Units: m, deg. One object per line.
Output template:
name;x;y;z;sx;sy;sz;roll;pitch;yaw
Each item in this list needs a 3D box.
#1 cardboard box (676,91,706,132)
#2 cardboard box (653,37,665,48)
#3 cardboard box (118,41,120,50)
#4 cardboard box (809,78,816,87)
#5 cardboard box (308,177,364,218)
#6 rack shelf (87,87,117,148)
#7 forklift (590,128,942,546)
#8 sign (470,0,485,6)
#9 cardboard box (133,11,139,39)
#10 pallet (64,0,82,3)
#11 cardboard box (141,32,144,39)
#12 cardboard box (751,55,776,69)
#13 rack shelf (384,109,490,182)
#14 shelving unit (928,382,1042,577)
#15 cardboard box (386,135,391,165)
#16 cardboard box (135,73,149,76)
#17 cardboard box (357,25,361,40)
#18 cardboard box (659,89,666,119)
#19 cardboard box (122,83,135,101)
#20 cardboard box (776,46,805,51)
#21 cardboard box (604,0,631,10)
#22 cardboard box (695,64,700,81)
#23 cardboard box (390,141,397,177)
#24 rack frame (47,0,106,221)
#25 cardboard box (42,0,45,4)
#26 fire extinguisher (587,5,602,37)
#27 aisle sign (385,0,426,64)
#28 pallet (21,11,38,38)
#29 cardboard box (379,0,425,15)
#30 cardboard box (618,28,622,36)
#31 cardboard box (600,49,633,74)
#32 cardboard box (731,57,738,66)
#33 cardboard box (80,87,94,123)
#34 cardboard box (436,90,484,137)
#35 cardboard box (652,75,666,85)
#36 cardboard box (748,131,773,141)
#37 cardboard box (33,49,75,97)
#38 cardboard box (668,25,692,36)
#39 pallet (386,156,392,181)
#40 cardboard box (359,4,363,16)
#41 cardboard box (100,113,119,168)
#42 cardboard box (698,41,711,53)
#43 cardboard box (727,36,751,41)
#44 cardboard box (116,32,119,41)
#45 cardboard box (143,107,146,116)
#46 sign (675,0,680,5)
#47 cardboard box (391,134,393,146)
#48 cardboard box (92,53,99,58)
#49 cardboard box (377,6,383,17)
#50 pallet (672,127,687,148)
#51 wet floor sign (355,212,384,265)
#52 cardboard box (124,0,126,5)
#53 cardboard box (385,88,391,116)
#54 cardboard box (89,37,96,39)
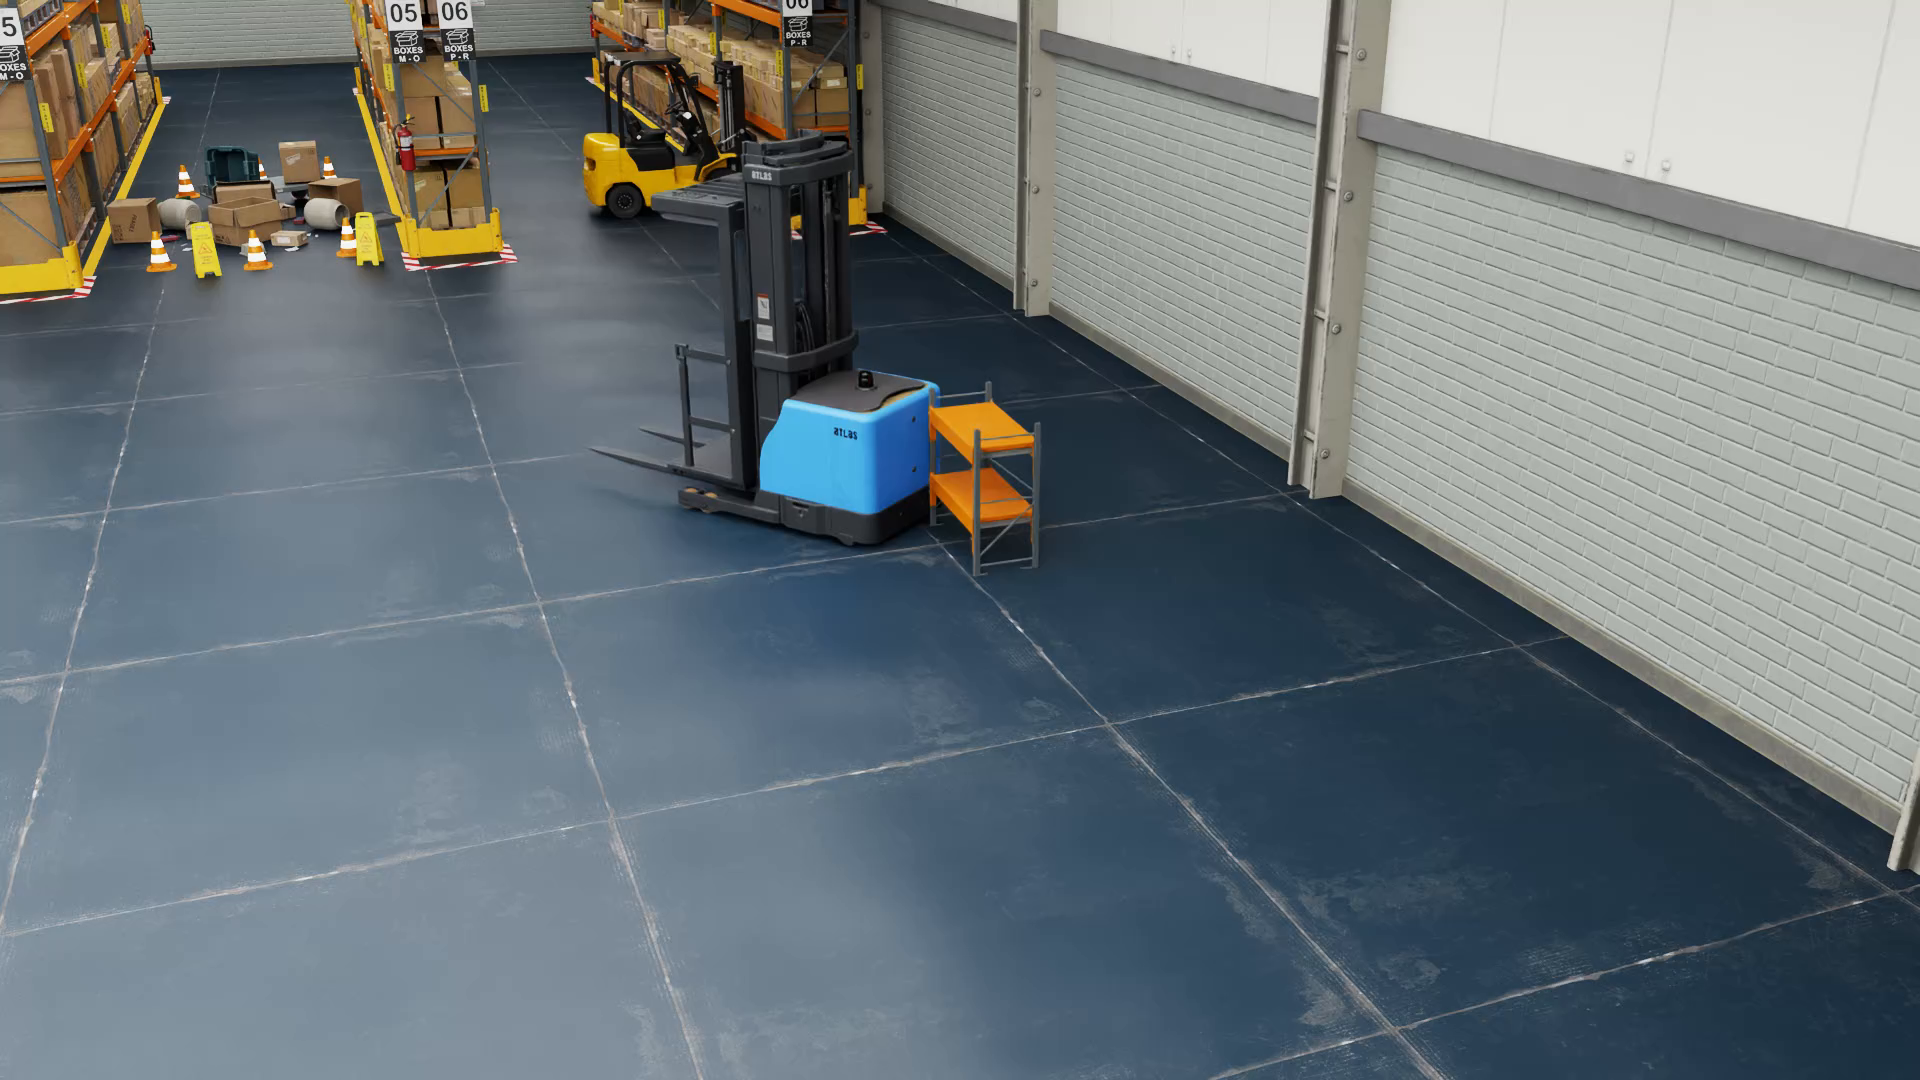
cardboard box;-4.511;-7.569;29.362;0.875;0.625;0.625;-8;24;-17
cardboard box;-5.310;-8.962;29.933;0.380;0.149;0.250;-8;24;-18
cardboard box;-15.044;-8.714;29.345;0.380;0.149;0.250;-9;24;-20
cardboard box;-1.917;-6.376;23.051;0.380;0.149;0.250;-8;24;-19
cardboard box;-8.843;-4.835;23.575;0.500;0.500;0.500;8;24;18
rack shelf;-13.250;-6.241;24.622;1.077;0.370;4.000;-8;24;-19
forklift;-1.663;-1.719;13.055;3.031;2.935;1.130;14;26;29
sign;-11.796;-13.302;40.571;0.329;0.494;0.001;-8;24;-19
cardboard box;-15.851;-9.708;31.410;0.500;0.500;0.500;-7;24;-16
pallet;-13.281;-7.962;24.160;1.003;0.211;1.213;-7;24;-17
cardboard box;-16.403;-10.011;32.963;0.380;0.149;0.250;-8;24;-19
cardboard box;-2.761;-6.824;23.732;0.380;0.149;0.250;-8;24;-18
rack shelf;-7.242;-5.504;22.873;1.077;0.370;4.000;-8;24;-19
shelving unit;0.170;-0.471;12.420;0.538;1.125;1.048;-8;24;-18
cardboard box;-8.640;-6.248;26.555;0.950;0.372;0.625;-8;24;-17
cardboard box;-16.358;-9.203;33.086;0.380;0.149;0.250;-8;24;-18
cardboard box;-10.883;-9.432;30.815;0.500;0.250;0.500;-9;24;-21
cardboard box;-5.236;-8.047;30.658;0.500;0.500;0.500;-9;24;-20
cardboard box;-14.870;-7.904;29.354;0.500;0.250;0.500;-9;24;-20
cardboard box;-2.535;-7.281;24.817;0.380;0.149;0.250;-9;24;-20
cardboard box;-7.107;-11.271;34.475;0.500;0.500;0.500;-8;24;-18
cardboard box;-4.058;-7.689;27.324;0.500;0.250;0.500;-8;24;-19
cardboard box;-7.992;-5.583;24.167;0.500;0.500;0.500;-7;24;-16
rack frame;-12.543;-5.846;22.759;1.000;3.000;0.127;-8;24;-19
cardboard box;-11.576;-6.709;20.599;0.380;0.149;0.250;-8;24;-19
fire extinguisher;-8.029;-11.387;36.485;0.296;0.674;0.183;-8;24;-19
aisle sign;-6.785;-6.244;20.356;0.394;0.787;0.004;-8;24;-19
pallet;-11.402;-6.002;19.381;1.003;0.211;1.213;-8;24;-19
cardboard box;-6.968;-6.708;20.751;0.500;0.250;0.500;-9;24;-20
cardboard box;-6.708;-10.299;33.648;0.380;0.149;0.250;-8;24;-18
cardboard box;-7.418;-10.413;36.266;0.797;0.503;0.637;-9;25;-21
cardboard box;-3.211;-7.153;24.895;0.380;0.149;0.250;-8;24;-18
cardboard box;-12.477;-6.120;23.280;0.500;0.500;0.500;-8;24;-18
cardboard box;-6.443;-5.502;21.430;0.500;0.500;0.500;-9;24;-20
cardboard box;-5.573;-8.669;31.298;0.380;0.149;0.250;-10;25;-22
cardboard box;-2.893;-5.855;24.491;0.500;0.250;0.500;-9;24;-20
cardboard box;-12.142;-6.090;21.754;0.875;0.550;0.550;-8;24;-19
cardboard box;-4.882;-8.887;29.008;0.380;0.149;0.250;-8;24;-17
pallet;-8.659;-6.004;26.723;1.003;0.211;1.213;-8;24;-19
cardboard box;-10.147;-9.041;28.922;0.500;0.500;0.500;-8;24;-19
cardboard box;-13.825;-6.223;26.008;1.050;0.750;0.750;-9;24;-20
cardboard box;-3.997;-7.948;26.781;0.380;0.149;0.250;-9;25;-21
cardboard box;-3.630;-8.217;27.420;0.380;0.149;0.250;-9;24;-19
cardboard box;-15.044;-8.850;29.286;0.380;0.149;0.250;-8;24;-17
cardboard box;-15.291;-7.906;30.775;0.380;0.149;0.250;-8;24;-17
sign;-5.614;-10.762;32.932;0.100;0.325;0.005;-8;24;-19
cardboard box;-7.821;-5.641;23.472;0.380;0.149;0.250;-7;24;-17
cardboard box;-13.939;-7.718;26.598;0.380;0.149;0.250;-7;24;-17
cardboard box;-7.507;-7.018;22.001;0.380;0.149;0.250;-9;24;-20
pallet;-4.465;-7.108;29.344;1.003;0.211;1.213;-8;24;-19
wet floor sign;-7.469;-3.808;20.954;0.267;0.644;0.232;0;23;-1
cardboard box;-15.498;-9.781;30.294;0.500;0.500;0.500;-9;25;-21
cardboard box;-7.689;-6.184;23.048;0.500;0.500;0.500;-9;24;-19
cardboard box;-14.211;-8.129;27.192;0.380;0.149;0.250;-9;25;-21
